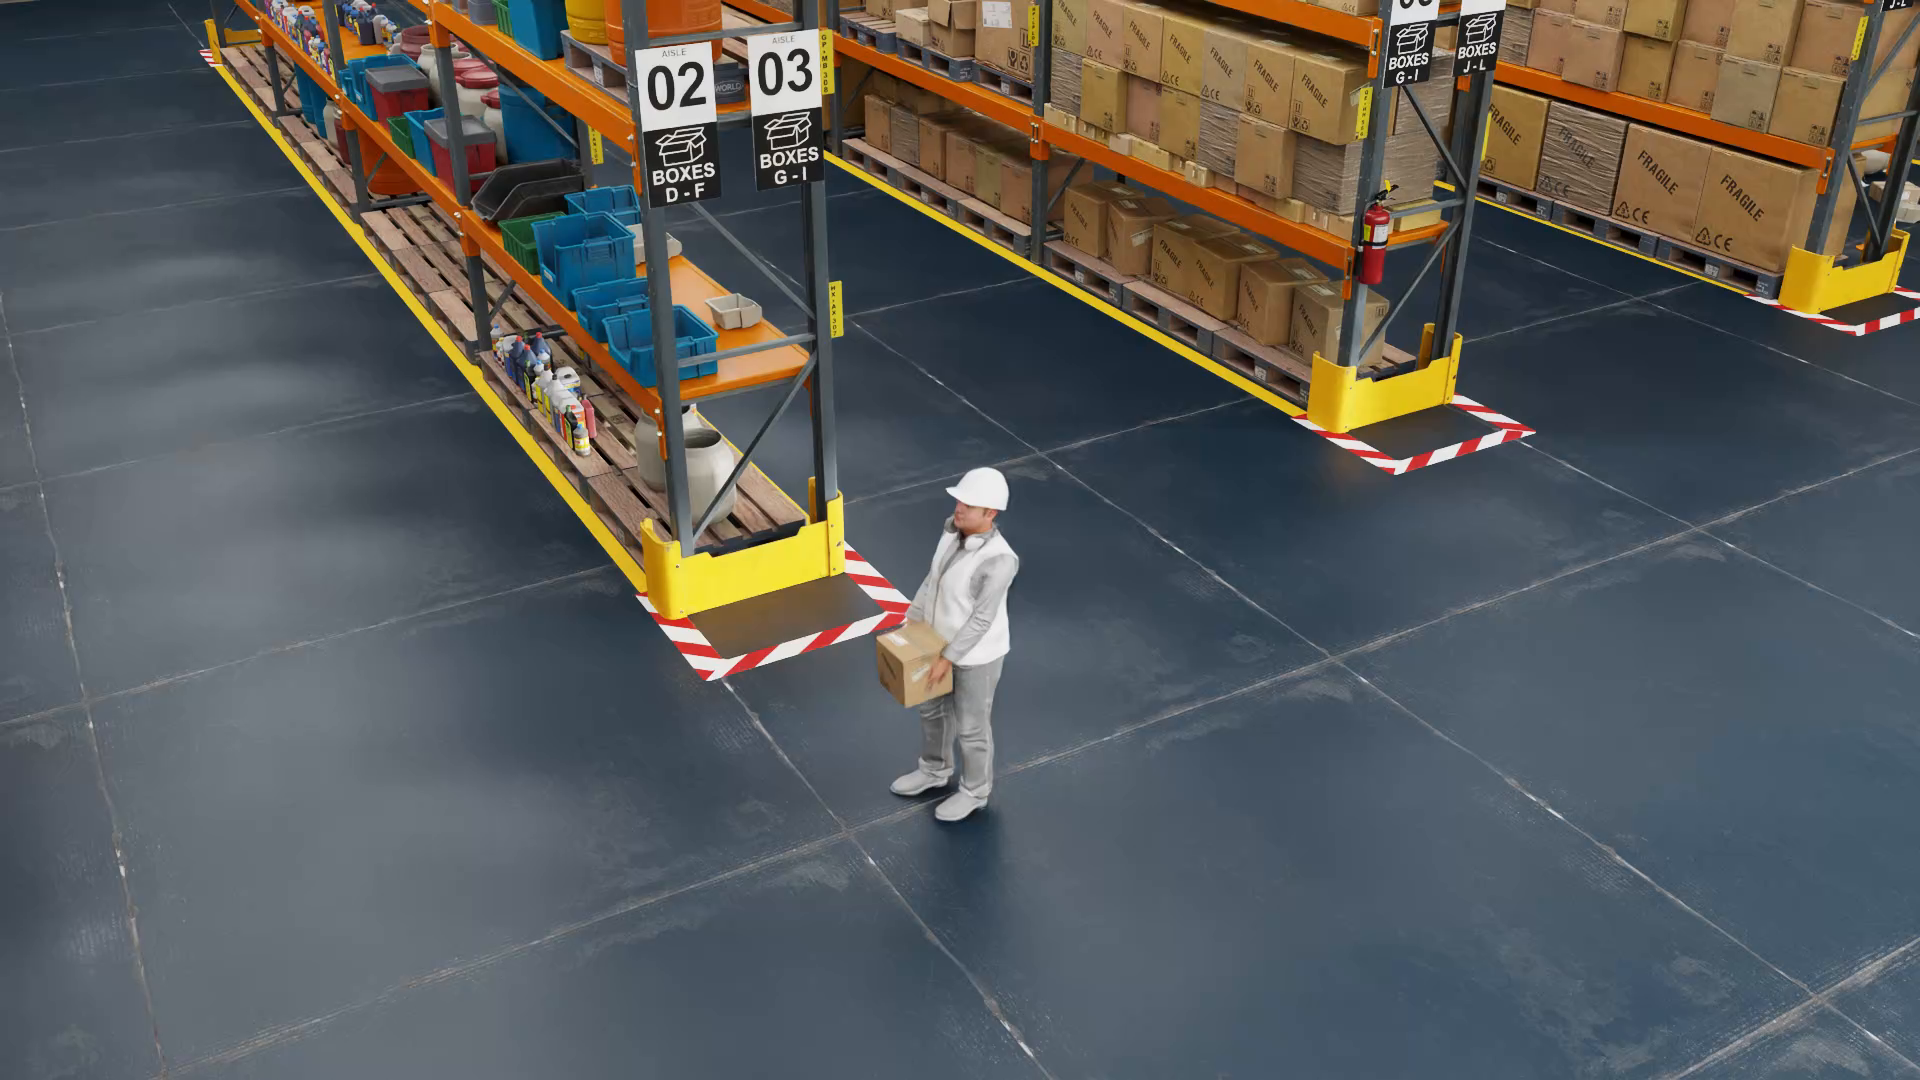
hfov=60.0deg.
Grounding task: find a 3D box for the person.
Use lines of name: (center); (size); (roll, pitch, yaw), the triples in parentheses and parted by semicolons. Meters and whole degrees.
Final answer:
person: (-0.025, 0.495, 7.635); (0.507, 1.775, 0.533); (-15, 32, -25)
